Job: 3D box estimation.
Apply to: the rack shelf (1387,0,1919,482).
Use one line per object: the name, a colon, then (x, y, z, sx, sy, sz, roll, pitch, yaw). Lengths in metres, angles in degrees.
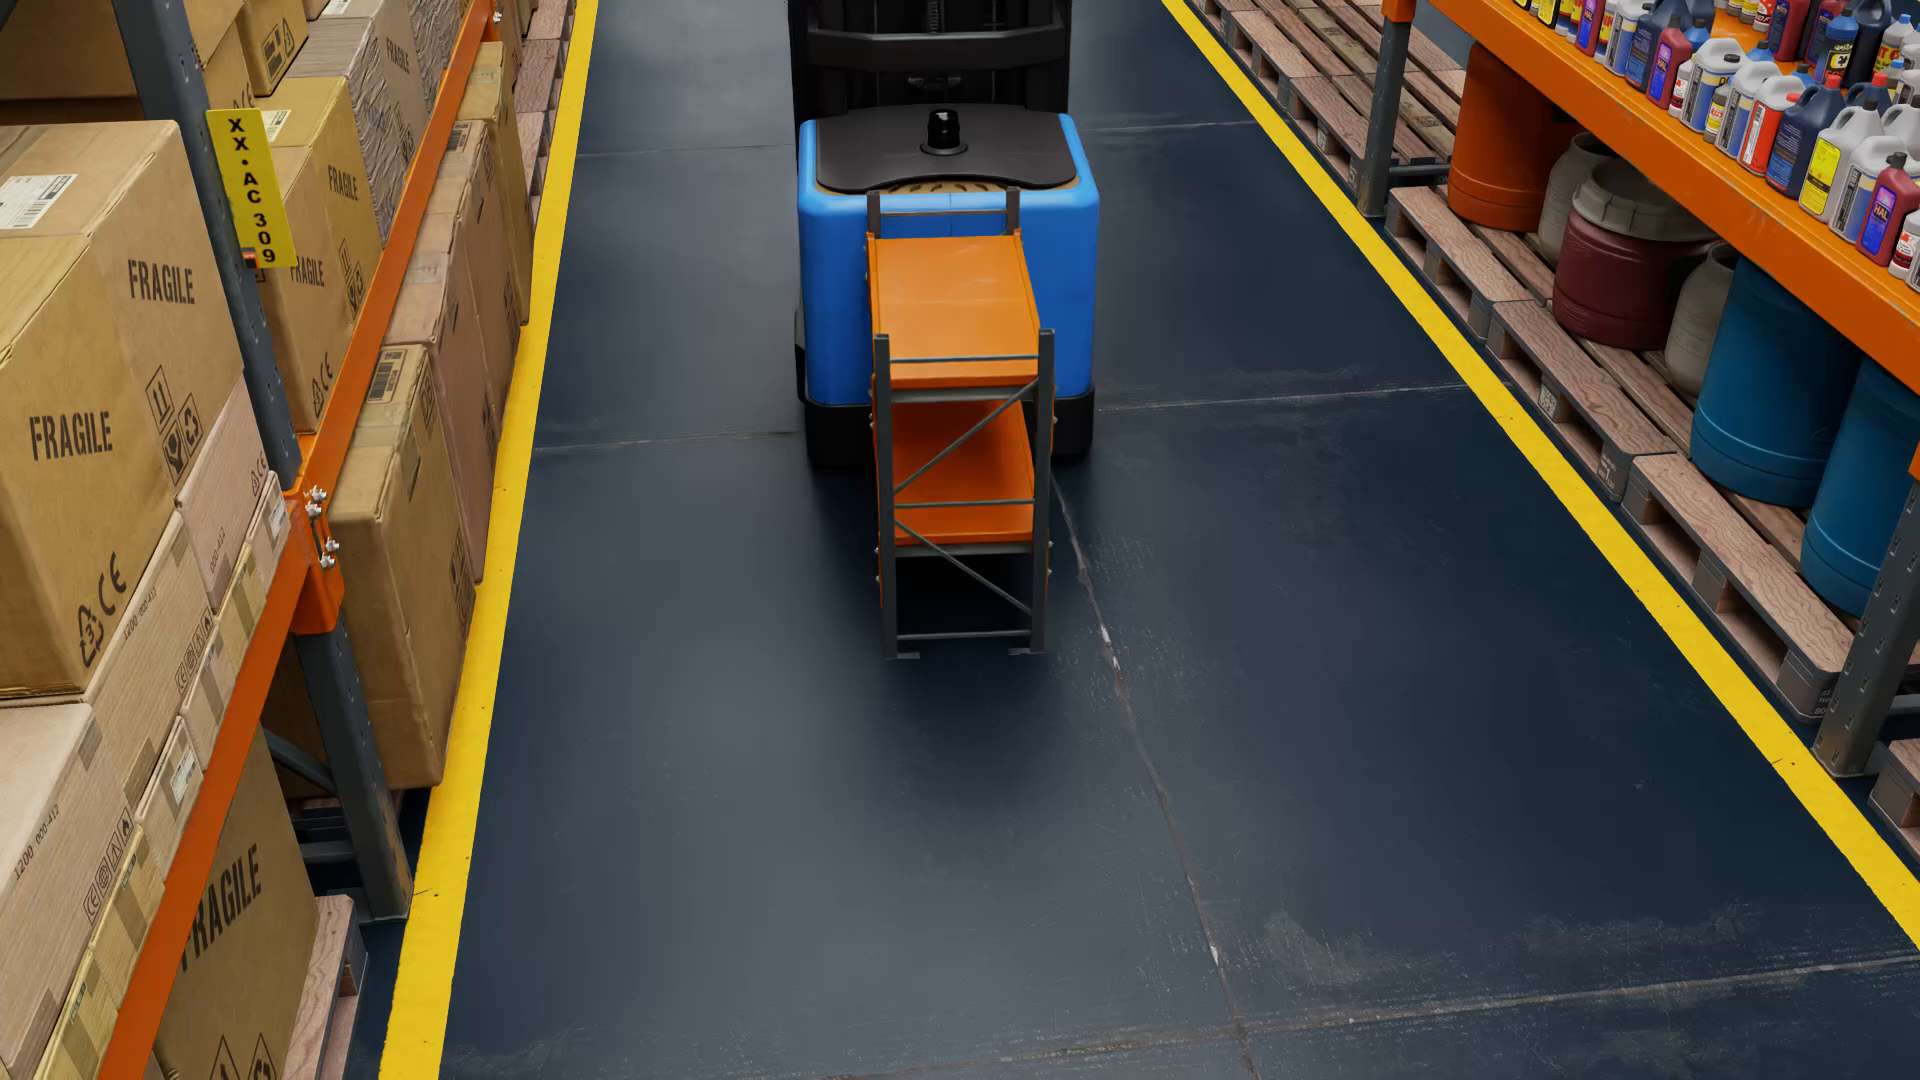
rack shelf: (2.708, -1.444, 5.843, 1.077, 0.370, 4.000, -4, 35, -6)

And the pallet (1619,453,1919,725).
pallet: (2.914, 0.094, 5.425, 1.003, 0.211, 1.213, -4, 35, -6)

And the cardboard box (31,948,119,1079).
cardboard box: (-1.393, 0.717, 2.258, 0.380, 0.149, 0.250, -5, 35, -7)

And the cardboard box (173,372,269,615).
cardboard box: (-1.612, -0.084, 3.079, 0.500, 0.250, 0.500, -5, 35, -7)

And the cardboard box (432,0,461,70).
cardboard box: (-2.096, -1.988, 5.915, 0.500, 0.500, 0.500, -5, 35, -7)

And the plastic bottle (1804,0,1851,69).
plastic bottle: (3.052, -1.795, 5.824, 0.061, 0.283, 0.133, -4, 35, -6)

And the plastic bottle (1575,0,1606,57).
plastic bottle: (2.287, -1.894, 5.970, 0.061, 0.283, 0.133, -4, 35, -6)

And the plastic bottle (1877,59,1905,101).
plastic bottle: (3.015, -1.456, 5.399, 0.097, 0.201, 0.097, 0, 34, 0)

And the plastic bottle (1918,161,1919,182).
plastic bottle: (2.675, -0.962, 4.674, 0.097, 0.201, 0.097, 0, 34, 0)

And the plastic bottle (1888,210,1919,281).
plastic bottle: (2.560, -0.801, 4.438, 0.097, 0.201, 0.097, 0, 34, 0)

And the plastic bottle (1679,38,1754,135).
plastic bottle: (2.437, -1.459, 5.337, 0.152, 0.276, 0.135, -4, 35, -6)

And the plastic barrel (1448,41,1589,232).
plastic barrel: (2.521, -1.862, 7.373, 0.600, 0.830, 0.708, -4, 35, -6)

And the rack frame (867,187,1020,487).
rack frame: (-0.054, -0.676, 5.743, 0.500, 1.125, 0.032, -2, 34, -3)

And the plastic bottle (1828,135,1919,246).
plastic bottle: (2.554, -0.973, 4.624, 0.152, 0.276, 0.135, -4, 35, -6)

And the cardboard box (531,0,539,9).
cardboard box: (-2.946, -3.518, 10.078, 0.700, 0.500, 0.500, -7, 35, -10)

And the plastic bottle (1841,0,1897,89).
plastic bottle: (3.092, -1.736, 5.677, 0.144, 0.351, 0.185, -4, 35, -6)

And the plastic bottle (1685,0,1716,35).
plastic bottle: (2.513, -1.794, 5.762, 0.144, 0.351, 0.185, -4, 35, -6)

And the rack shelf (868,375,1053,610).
rack shelf: (-0.021, -0.188, 5.461, 0.538, 0.278, 1.000, -2, 34, -3)

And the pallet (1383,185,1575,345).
pallet: (2.586, -1.268, 7.423, 1.003, 0.211, 1.213, -4, 35, -6)

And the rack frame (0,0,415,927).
rack frame: (-1.931, -0.250, 3.453, 1.000, 3.000, 0.127, -4, 35, -6)

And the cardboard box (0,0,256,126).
cardboard box: (-2.026, -1.061, 3.664, 0.797, 0.503, 0.637, -5, 35, -8)

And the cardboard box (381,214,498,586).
cardboard box: (-2.158, -0.399, 5.186, 1.225, 0.875, 0.875, -6, 35, -8)

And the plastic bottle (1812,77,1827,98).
plastic bottle: (2.607, -1.272, 5.067, 0.097, 0.271, 0.097, 0, 34, 0)

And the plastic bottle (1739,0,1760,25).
plastic bottle: (3.023, -2.061, 6.287, 0.097, 0.201, 0.097, 0, 34, 0)

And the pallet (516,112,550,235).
pallet: (-2.573, -1.766, 8.153, 1.003, 0.211, 1.213, -4, 35, -6)

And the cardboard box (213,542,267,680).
cardboard box: (-1.531, 0.143, 3.099, 0.380, 0.149, 0.250, -4, 34, -5)

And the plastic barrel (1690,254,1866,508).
plastic barrel: (2.825, -0.631, 5.503, 0.600, 0.901, 0.708, -4, 35, -6)

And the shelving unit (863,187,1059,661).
shelving unit: (-0.021, -0.390, 5.323, 0.538, 1.125, 1.048, -2, 34, -3)

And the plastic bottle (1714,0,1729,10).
plastic bottle: (2.997, -2.198, 6.427, 0.097, 0.271, 0.097, 0, 34, 0)

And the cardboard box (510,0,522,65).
cardboard box: (-2.825, -2.939, 9.228, 0.700, 0.500, 0.500, -7, 35, -10)

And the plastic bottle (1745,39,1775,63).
plastic bottle: (2.558, -1.477, 5.368, 0.097, 0.271, 0.097, 0, 34, 0)

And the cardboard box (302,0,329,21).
cardboard box: (-2.205, -1.791, 4.735, 0.797, 0.503, 0.637, -3, 34, -5)

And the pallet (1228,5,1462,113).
pallet: (2.212, -2.819, 9.699, 1.003, 0.211, 1.213, -4, 35, -6)

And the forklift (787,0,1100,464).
forklift: (-0.134, -2.292, 6.510, 1.130, 2.935, 3.031, -2, 34, -3)

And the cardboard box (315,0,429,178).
cardboard box: (-1.956, -1.414, 5.073, 0.500, 0.500, 0.500, -4, 34, -5)

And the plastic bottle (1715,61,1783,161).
plastic bottle: (2.468, -1.329, 5.147, 0.152, 0.276, 0.135, -4, 35, -6)

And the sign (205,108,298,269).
sign: (-1.382, -0.683, 3.250, 0.100, 0.325, 0.005, -4, 35, -6)

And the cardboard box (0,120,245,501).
cardboard box: (-1.605, -0.384, 2.853, 0.500, 0.500, 0.500, -3, 34, -5)

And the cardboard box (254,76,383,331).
cardboard box: (-1.814, -0.847, 4.241, 0.500, 0.500, 0.500, -4, 35, -6)

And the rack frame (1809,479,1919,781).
rack frame: (2.977, -0.625, 4.003, 1.000, 3.000, 0.127, -4, 35, -6)

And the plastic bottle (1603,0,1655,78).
plastic bottle: (2.363, -1.766, 5.788, 0.152, 0.276, 0.135, -4, 35, -6)

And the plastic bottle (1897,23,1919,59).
plastic bottle: (3.148, -1.572, 5.507, 0.097, 0.271, 0.097, 0, 34, 0)

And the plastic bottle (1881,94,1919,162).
plastic bottle: (2.672, -1.103, 4.749, 0.144, 0.351, 0.185, -4, 35, -6)

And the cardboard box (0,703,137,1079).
cardboard box: (-1.471, 0.489, 2.237, 0.500, 0.250, 0.500, -4, 34, -5)

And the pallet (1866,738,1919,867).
pallet: (3.114, 0.935, 4.191, 1.003, 0.211, 1.213, -4, 35, -6)

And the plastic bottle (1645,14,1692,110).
plastic bottle: (2.361, -1.587, 5.519, 0.061, 0.283, 0.133, -4, 35, -6)

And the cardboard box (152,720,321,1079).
cardboard box: (-1.922, 0.829, 3.383, 0.875, 0.875, 0.875, -4, 35, -6)

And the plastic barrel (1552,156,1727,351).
plastic barrel: (2.673, -1.132, 6.516, 0.600, 0.588, 0.708, -4, 35, -6)

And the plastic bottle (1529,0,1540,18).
plastic bottle: (2.245, -2.109, 6.358, 0.097, 0.201, 0.097, 0, 34, 0)

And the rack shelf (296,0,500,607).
rack shelf: (-2.200, -1.068, 5.293, 1.077, 0.370, 4.000, -4, 35, -6)

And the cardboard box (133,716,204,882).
cardboard box: (-1.462, 0.430, 2.679, 0.380, 0.149, 0.250, -4, 34, -5)

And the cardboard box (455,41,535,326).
cardboard box: (-2.397, -1.391, 6.641, 1.225, 0.875, 0.875, -6, 35, -9)

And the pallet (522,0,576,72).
pallet: (-2.901, -3.127, 10.151, 1.003, 0.211, 1.213, -4, 35, -6)

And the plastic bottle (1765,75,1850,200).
plastic bottle: (2.504, -1.196, 4.885, 0.144, 0.351, 0.185, -4, 35, -6)

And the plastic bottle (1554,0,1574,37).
plastic bottle: (2.276, -2.010, 6.150, 0.097, 0.271, 0.097, 0, 34, 0)
